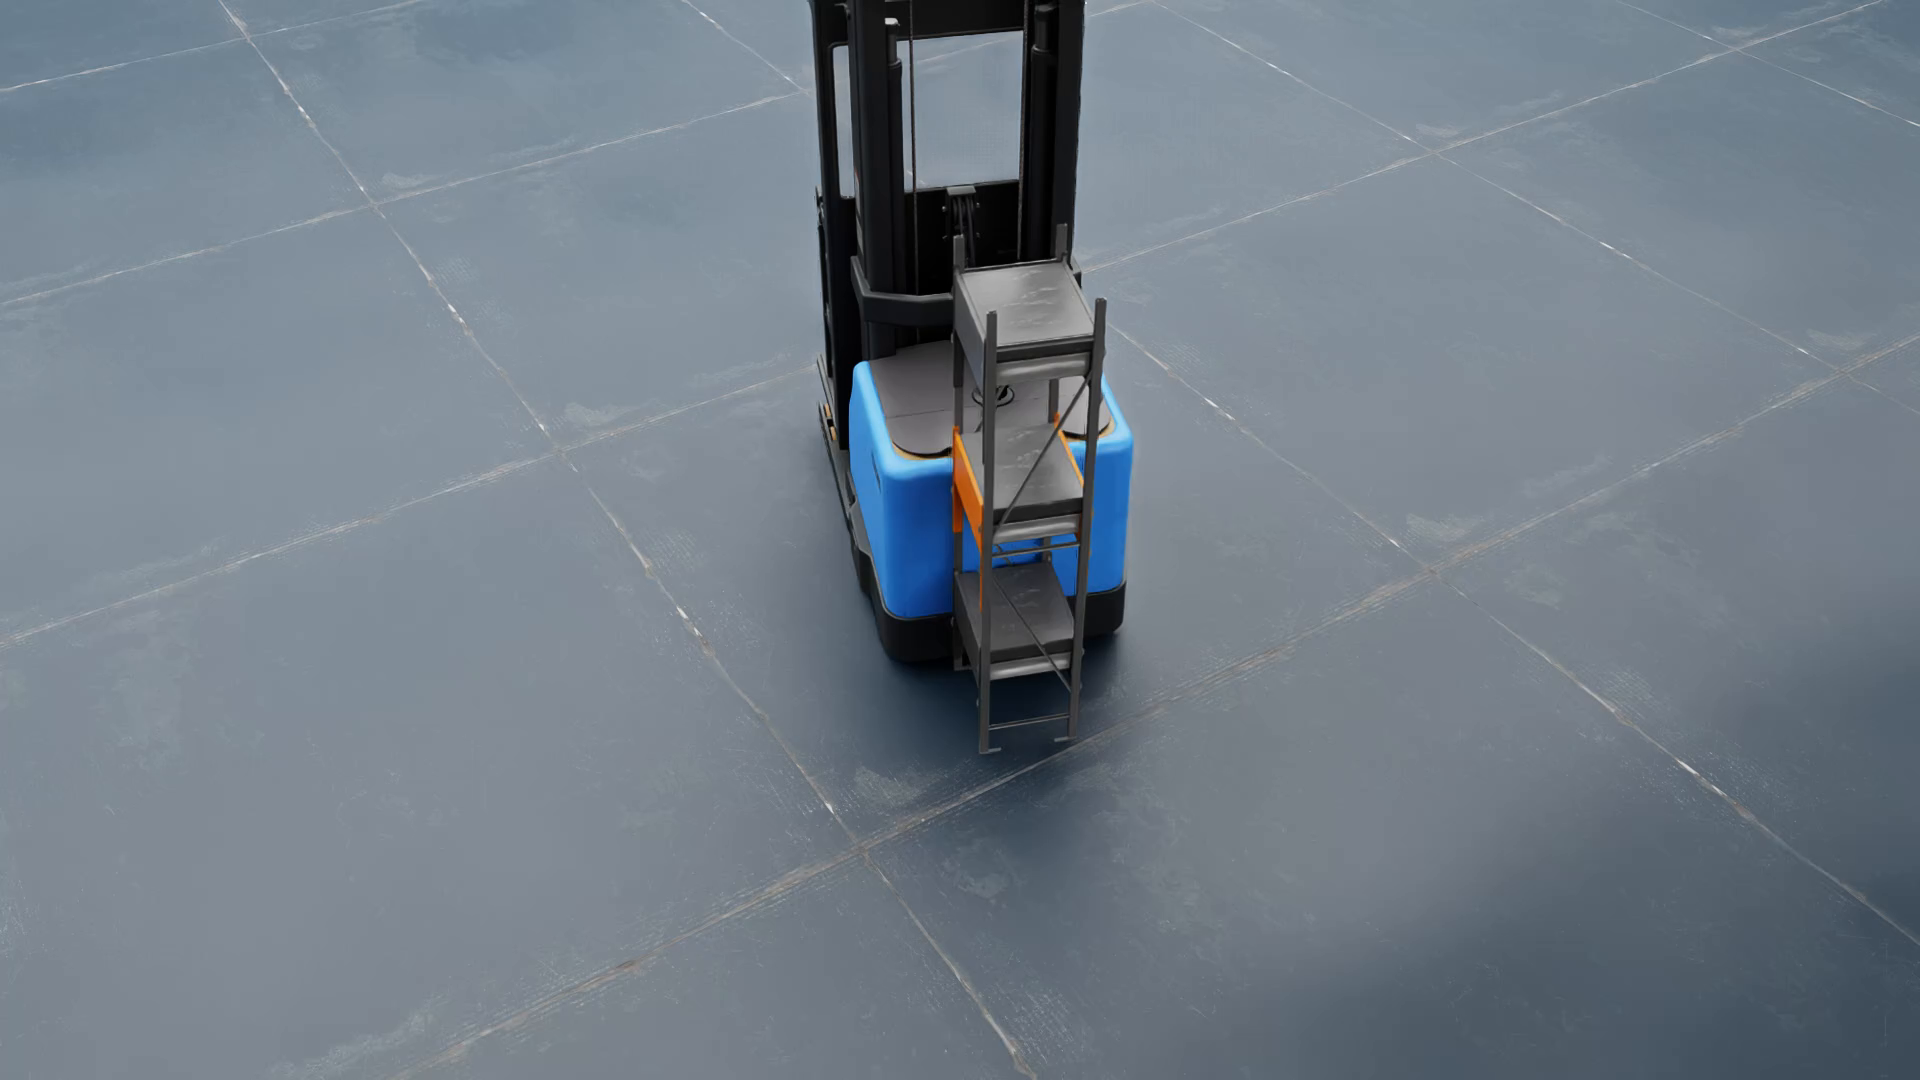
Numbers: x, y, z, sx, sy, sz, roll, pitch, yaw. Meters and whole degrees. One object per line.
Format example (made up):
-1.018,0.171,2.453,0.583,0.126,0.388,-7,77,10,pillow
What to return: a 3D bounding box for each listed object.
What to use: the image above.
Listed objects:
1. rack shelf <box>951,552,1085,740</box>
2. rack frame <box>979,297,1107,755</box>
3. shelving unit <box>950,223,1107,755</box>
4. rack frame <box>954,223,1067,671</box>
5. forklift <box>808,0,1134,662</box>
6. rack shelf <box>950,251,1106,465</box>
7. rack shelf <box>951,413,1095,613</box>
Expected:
0.223,0.426,6.708,0.431,0.518,0.480,-8,41,-10,rack shelf
0.278,0.039,6.063,0.400,2.100,0.015,-8,41,-10,rack frame
0.225,-0.116,6.244,0.431,2.100,0.503,-8,41,-10,shelving unit
0.173,-0.271,6.425,0.400,2.100,0.015,-8,41,-10,rack frame
-0.093,-1.561,7.334,1.130,2.935,3.031,-8,40,-9,forklift
0.227,-0.638,5.797,0.431,0.518,0.480,-8,41,-10,rack shelf
0.225,-0.106,6.253,0.431,0.518,0.480,-8,41,-10,rack shelf
